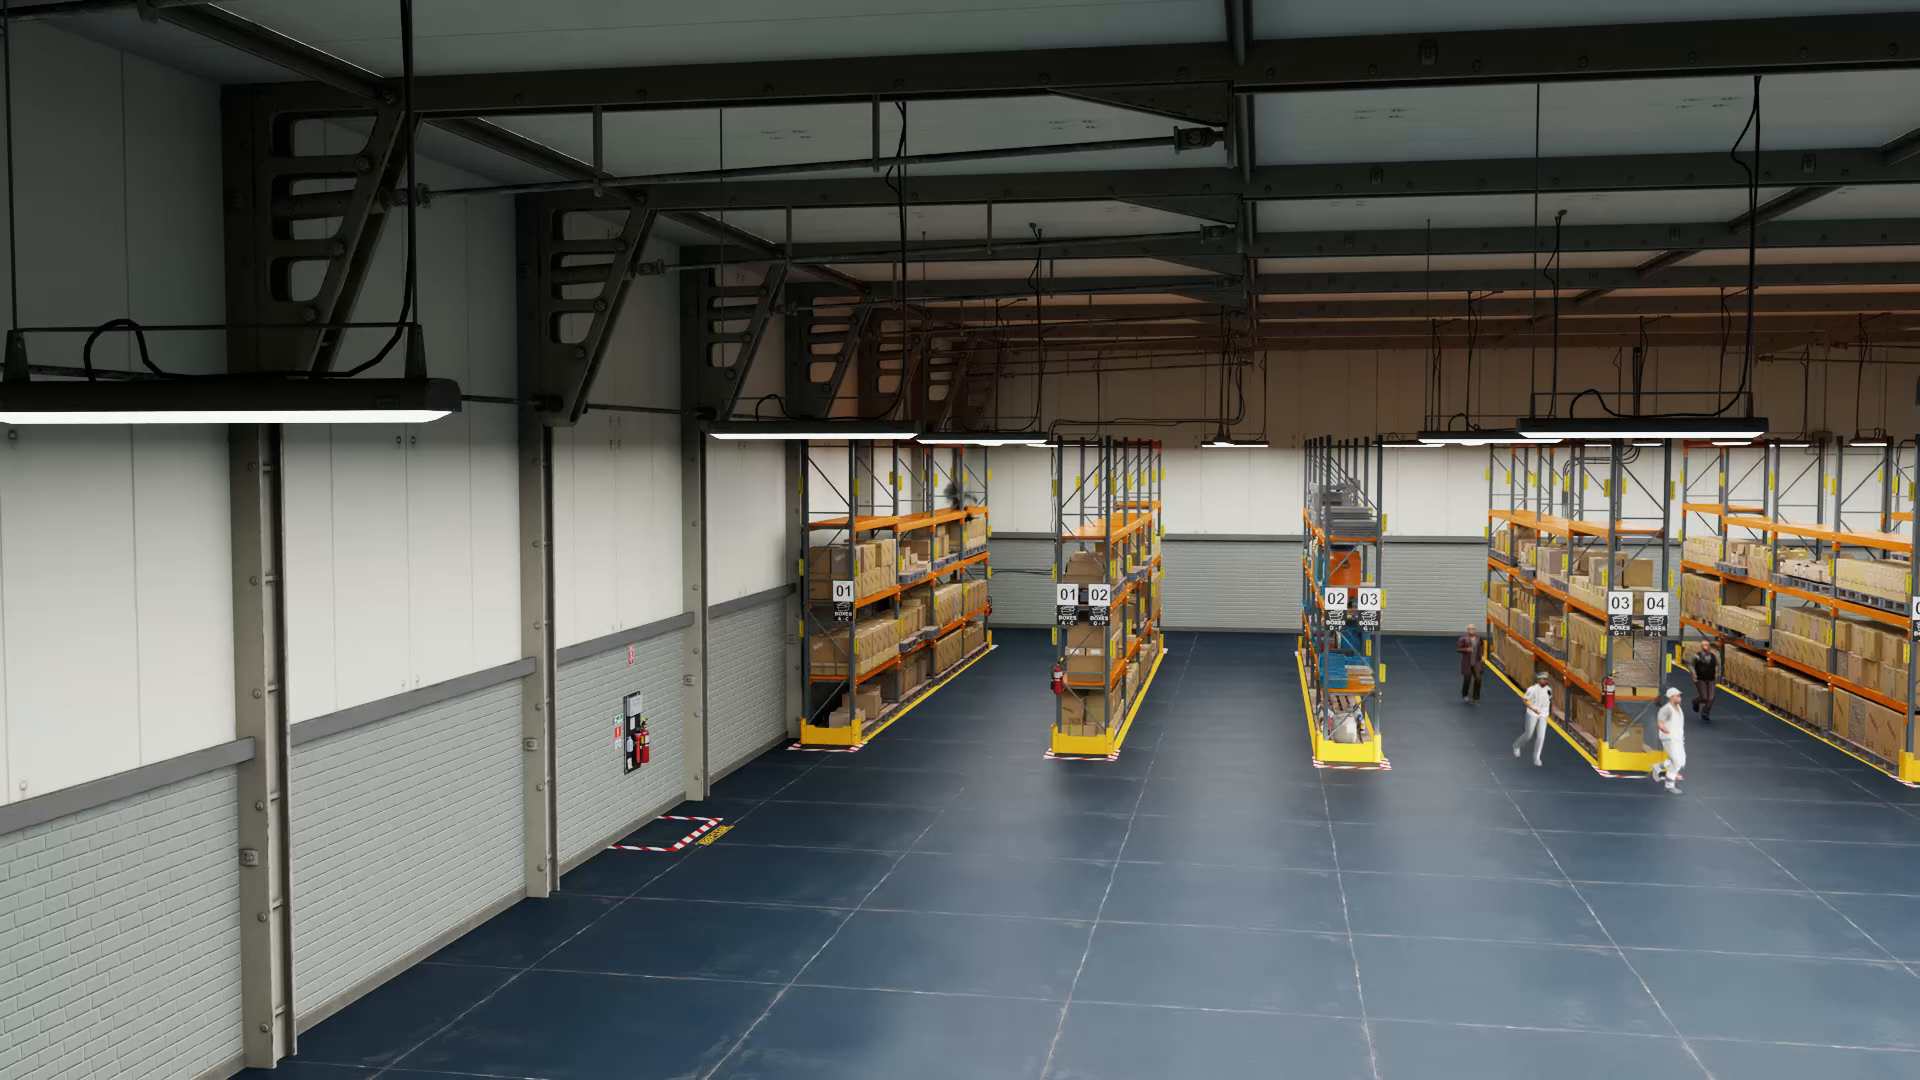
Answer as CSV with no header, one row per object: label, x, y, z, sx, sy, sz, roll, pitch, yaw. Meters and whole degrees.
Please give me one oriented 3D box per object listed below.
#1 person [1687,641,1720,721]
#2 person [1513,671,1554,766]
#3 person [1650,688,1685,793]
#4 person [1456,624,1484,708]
person,15.827,2.984,35.332,0.660,1.680,0.585,0,3,2
person,10.626,3.243,30.572,0.656,1.693,0.800,0,3,-7
person,11.909,3.348,27.955,0.698,1.744,0.648,-3,4,-41
person,11.460,2.810,37.310,0.692,1.841,0.842,0,3,2
